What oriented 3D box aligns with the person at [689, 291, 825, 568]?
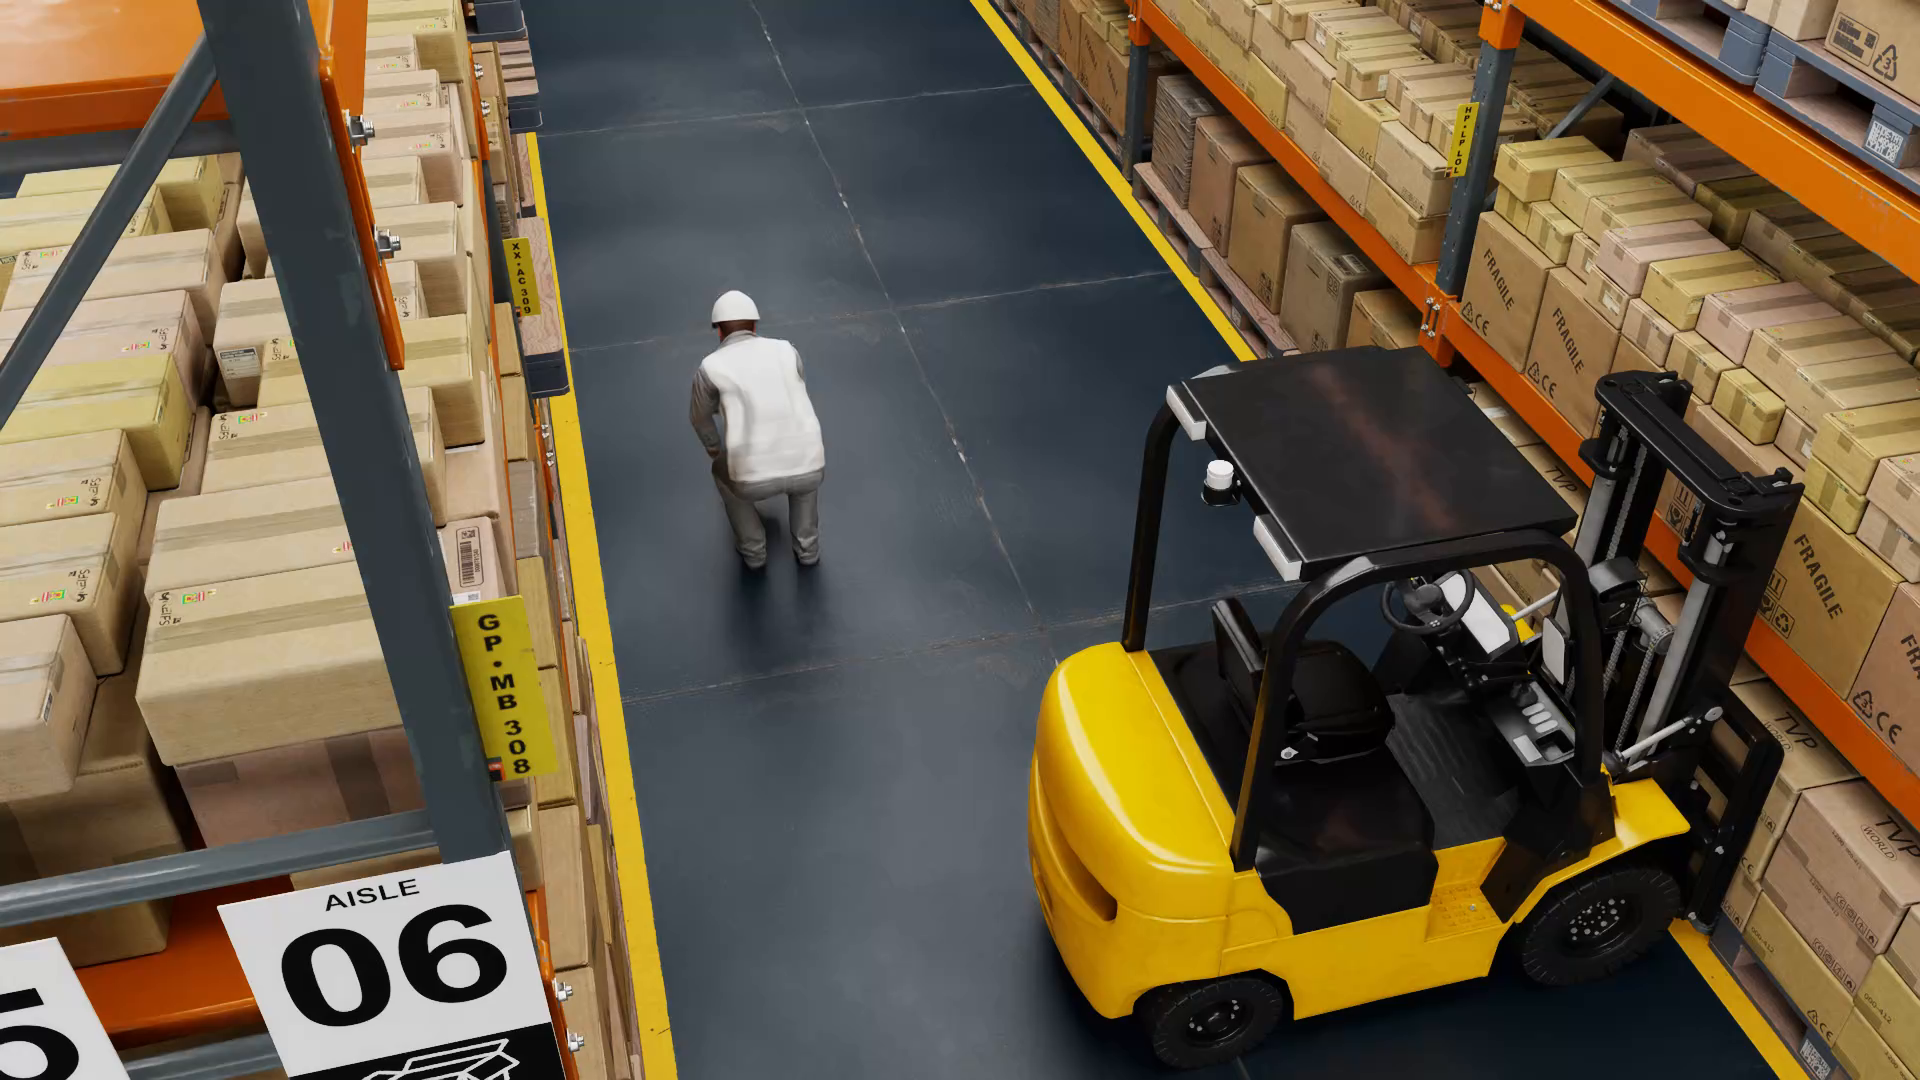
[{"bbox_3d":[-0.944,-0.466,7.742,0.575,1.222,0.843,-10,39,-12],"label":"person"}]
